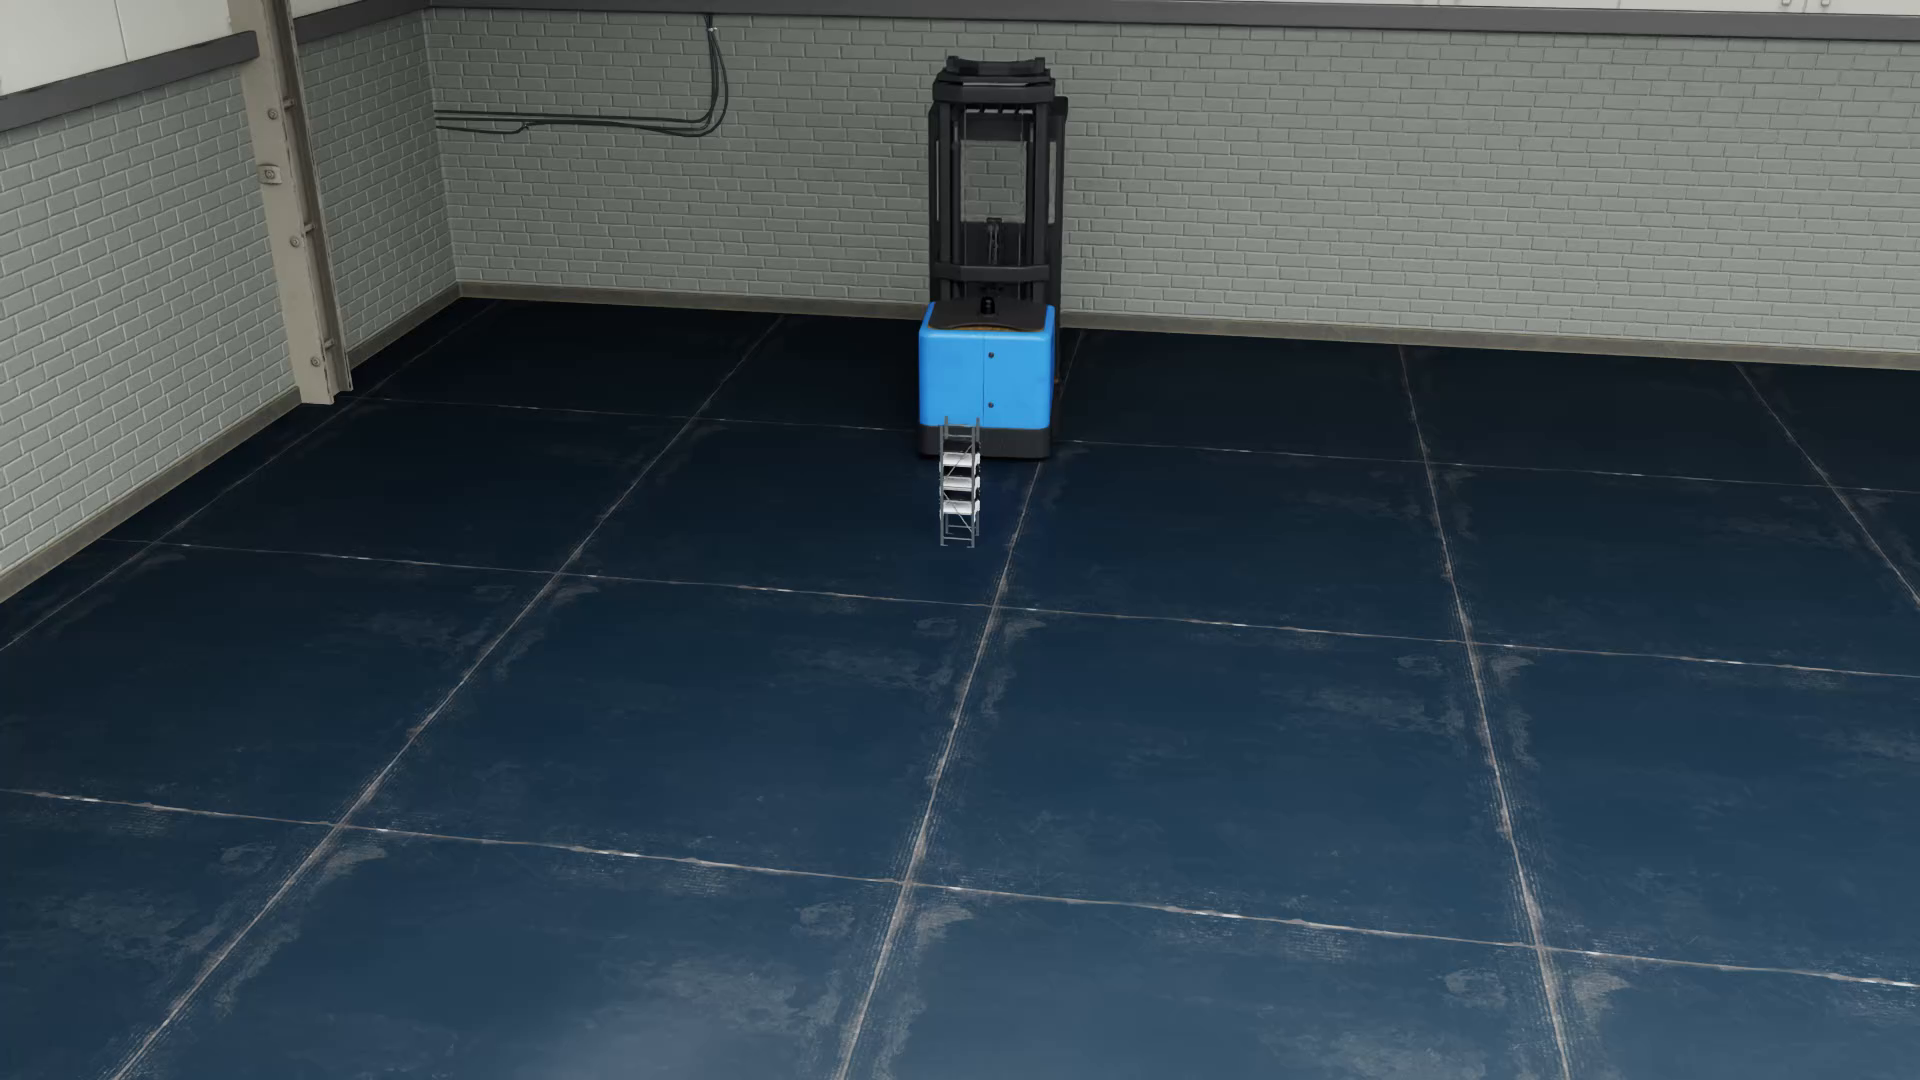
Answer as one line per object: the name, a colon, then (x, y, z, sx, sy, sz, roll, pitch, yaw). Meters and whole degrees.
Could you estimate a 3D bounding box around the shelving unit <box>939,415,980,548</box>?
shelving unit: (-0.001, -0.404, 11.596, 0.258, 0.900, 0.210, 4, 25, 9)

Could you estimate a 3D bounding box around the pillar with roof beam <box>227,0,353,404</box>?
pillar with roof beam: (-1.273, -5.035, 11.936, 9.100, 9.000, 0.400, 4, 25, 9)

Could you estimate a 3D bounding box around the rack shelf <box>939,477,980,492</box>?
rack shelf: (-0.001, -0.374, 11.610, 0.258, 0.077, 0.200, 4, 25, 9)

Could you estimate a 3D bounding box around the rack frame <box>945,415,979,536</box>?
rack frame: (0.015, -0.447, 11.687, 0.240, 0.900, 0.006, 4, 25, 9)

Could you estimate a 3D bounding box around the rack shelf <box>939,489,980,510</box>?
rack shelf: (-0.001, -0.292, 11.649, 0.258, 0.077, 0.200, 4, 25, 9)

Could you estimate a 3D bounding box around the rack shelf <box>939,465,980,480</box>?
rack shelf: (-0.001, -0.455, 11.572, 0.258, 0.077, 0.200, 4, 25, 9)

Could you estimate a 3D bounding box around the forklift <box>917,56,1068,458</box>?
forklift: (0.313, -2.556, 13.797, 1.130, 2.935, 3.031, 2, 25, 5)

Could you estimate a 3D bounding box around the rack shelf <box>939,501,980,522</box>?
rack shelf: (-0.001, -0.211, 11.687, 0.258, 0.077, 0.200, 4, 25, 9)

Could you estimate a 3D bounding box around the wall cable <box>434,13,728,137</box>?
wall cable: (-3.734, -5.067, 15.668, 3.097, 2.526, 0.112, 4, 25, 9)

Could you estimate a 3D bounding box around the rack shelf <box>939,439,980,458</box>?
rack shelf: (-0.001, -0.619, 11.496, 0.258, 0.077, 0.200, 4, 25, 9)

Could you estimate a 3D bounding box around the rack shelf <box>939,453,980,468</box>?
rack shelf: (-0.001, -0.537, 11.534, 0.258, 0.077, 0.200, 4, 25, 9)

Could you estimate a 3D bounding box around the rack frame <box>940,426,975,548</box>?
rack frame: (-0.018, -0.362, 11.505, 0.240, 0.900, 0.006, 4, 25, 9)
